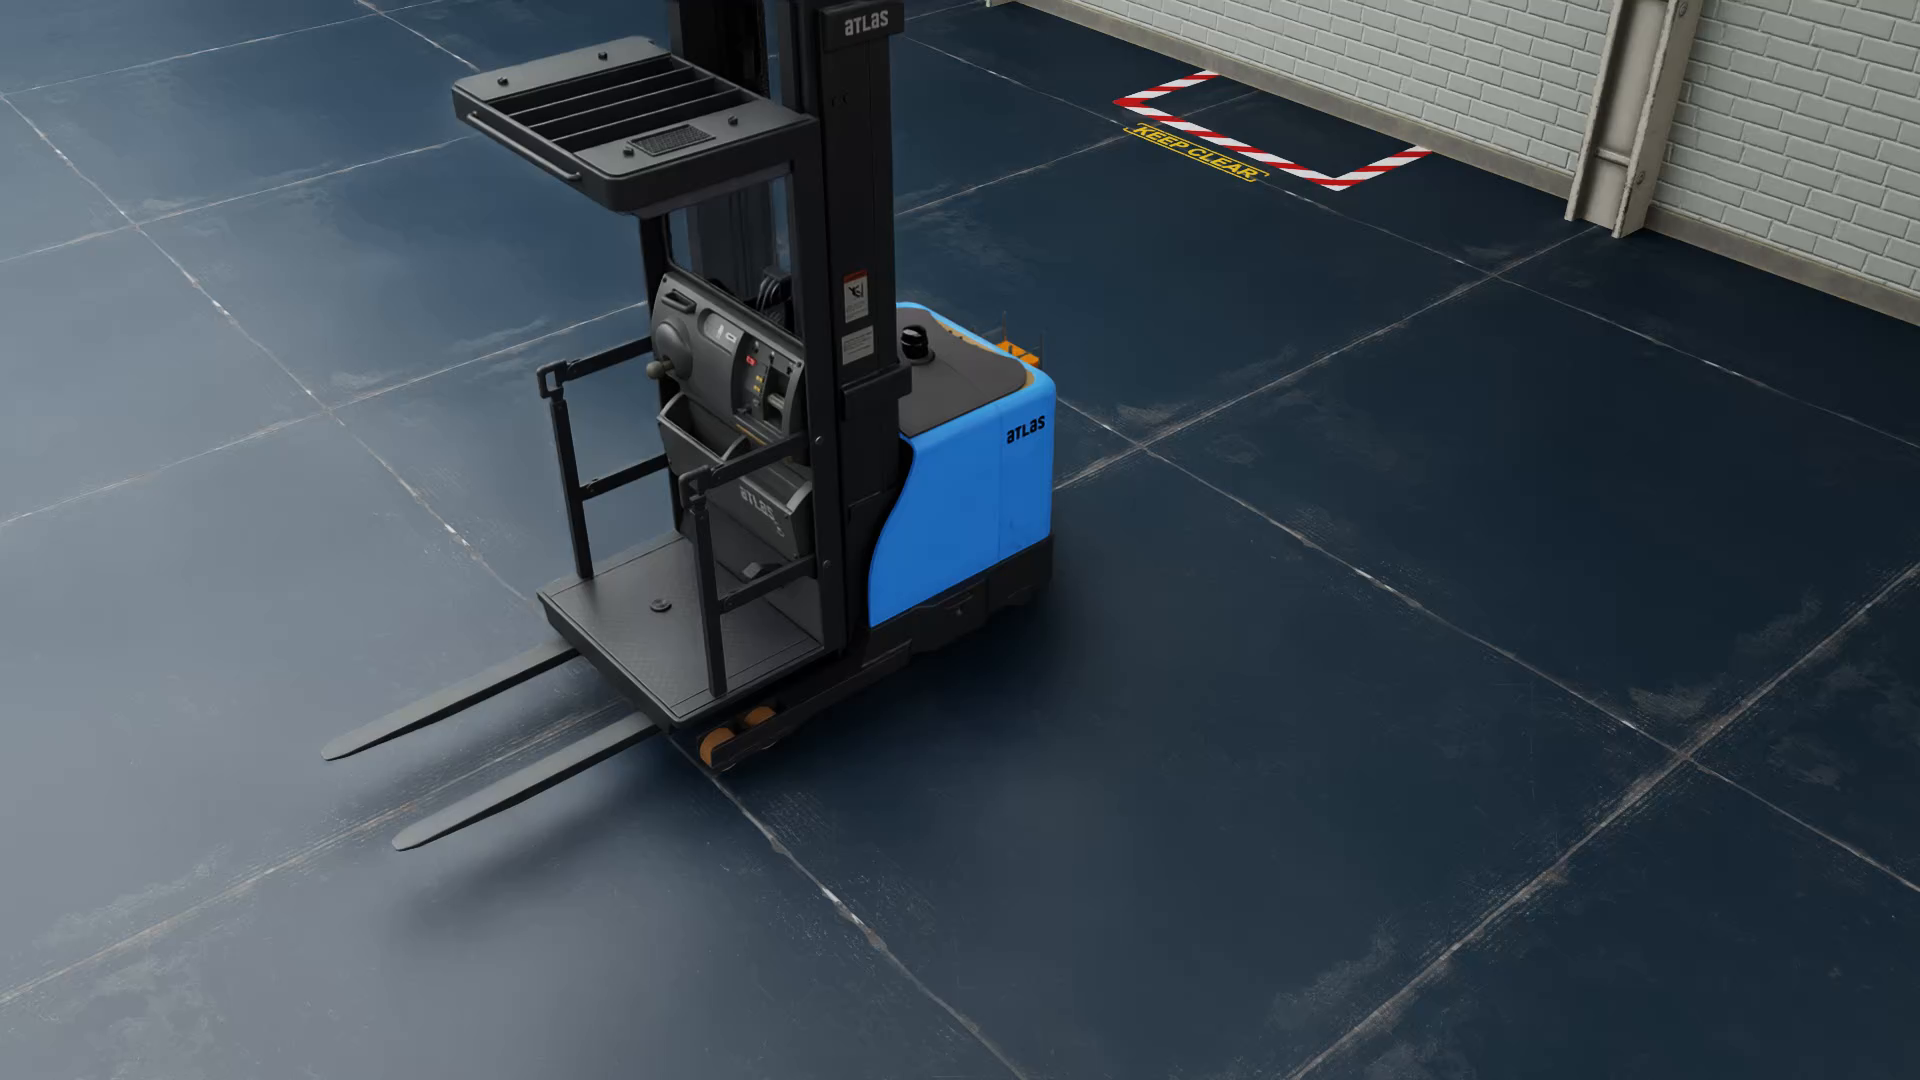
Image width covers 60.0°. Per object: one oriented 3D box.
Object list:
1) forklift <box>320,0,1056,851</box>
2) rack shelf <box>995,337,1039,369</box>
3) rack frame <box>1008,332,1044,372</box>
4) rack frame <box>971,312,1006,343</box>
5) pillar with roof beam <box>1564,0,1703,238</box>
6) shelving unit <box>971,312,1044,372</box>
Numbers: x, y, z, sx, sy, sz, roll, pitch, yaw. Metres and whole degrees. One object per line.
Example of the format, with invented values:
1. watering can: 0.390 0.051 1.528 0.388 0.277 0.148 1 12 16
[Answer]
1. forklift: -1.037 -0.640 6.118 3.031 2.935 1.130 -26 43 -32
2. rack shelf: 0.206 -0.713 7.375 0.215 0.259 0.240 -26 43 -32
3. rack frame: 0.285 -0.436 7.457 0.200 1.050 0.008 -26 43 -32
4. rack frame: 0.126 -0.543 7.609 0.200 1.050 0.008 -26 43 -32
5. pillar with roof beam: 0.828 -4.098 5.750 9.100 9.000 0.400 -26 43 -32
6. shelving unit: 0.206 -0.490 7.533 0.215 1.050 0.252 -26 43 -32
